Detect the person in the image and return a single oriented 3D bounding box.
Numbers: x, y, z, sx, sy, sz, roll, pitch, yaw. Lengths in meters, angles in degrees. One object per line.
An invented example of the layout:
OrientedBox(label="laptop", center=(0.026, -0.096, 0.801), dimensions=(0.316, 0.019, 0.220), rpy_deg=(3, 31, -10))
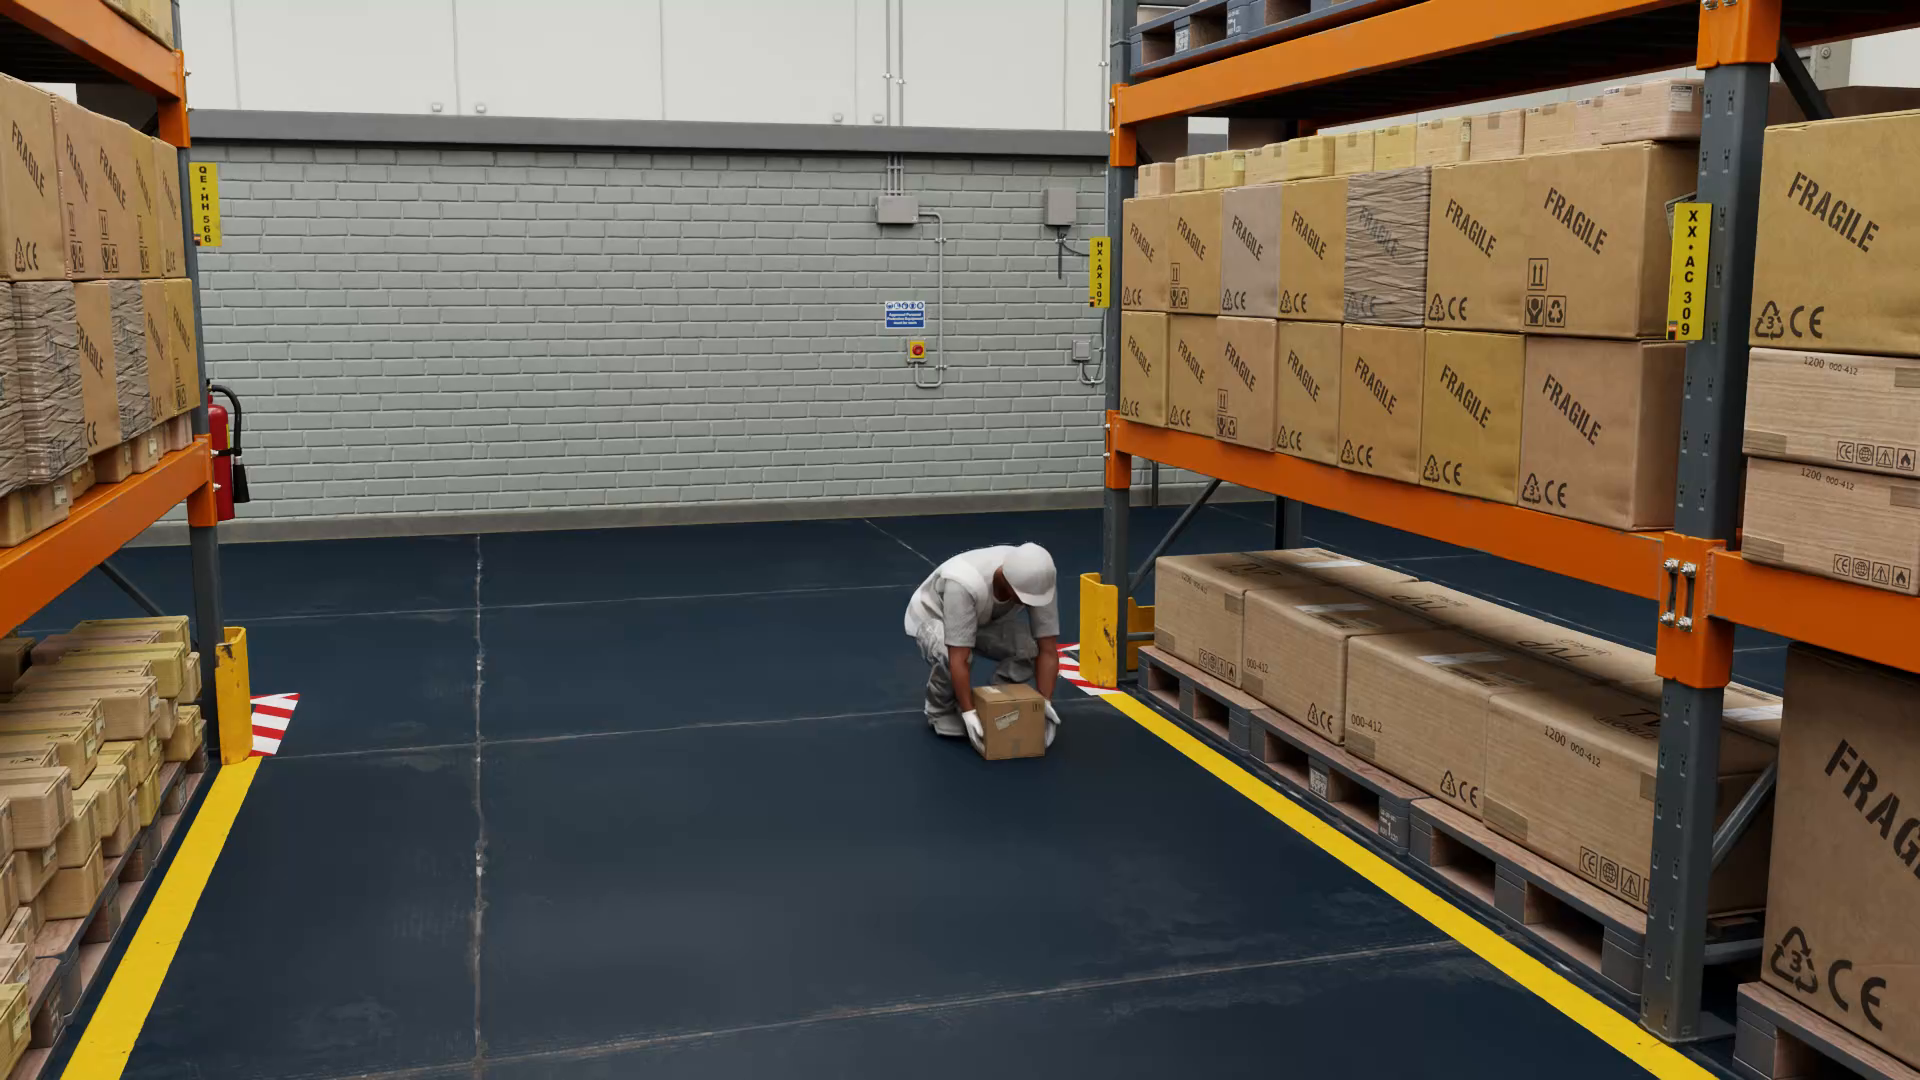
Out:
OrientedBox(label="person", center=(0.117, 0.404, 7.129), dimensions=(0.571, 0.892, 0.901), rpy_deg=(-4, 10, -23))
